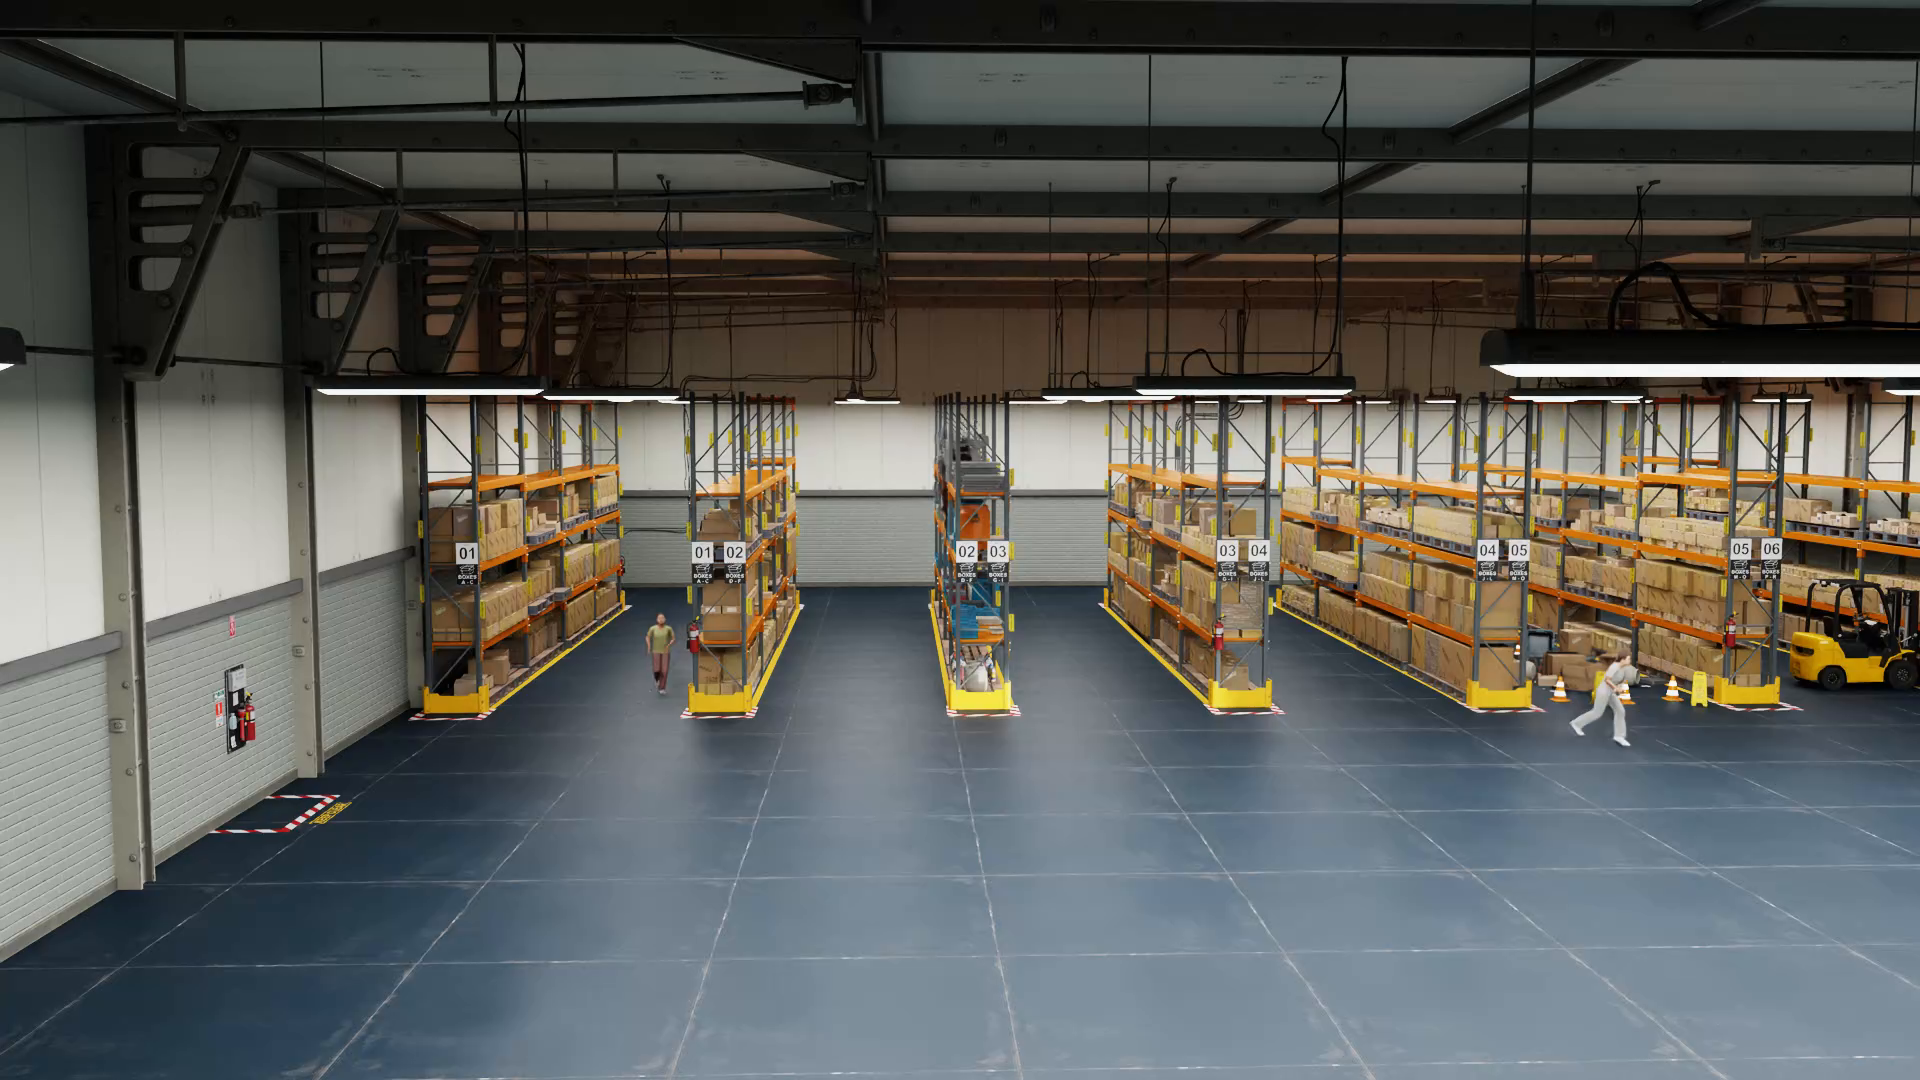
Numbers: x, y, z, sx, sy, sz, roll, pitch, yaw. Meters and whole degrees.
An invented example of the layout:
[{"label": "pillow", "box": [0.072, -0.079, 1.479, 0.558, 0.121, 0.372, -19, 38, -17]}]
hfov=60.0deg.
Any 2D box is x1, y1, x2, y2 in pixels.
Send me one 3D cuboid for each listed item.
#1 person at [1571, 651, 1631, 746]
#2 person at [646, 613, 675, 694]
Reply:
[{"label": "person", "box": [10.964, 2.671, 28.401, 1.004, 1.624, 0.600, 3, 5, 32]}, {"label": "person", "box": [-5.963, 2.259, 33.161, 0.580, 1.624, 0.545, -1, 5, -12]}]
